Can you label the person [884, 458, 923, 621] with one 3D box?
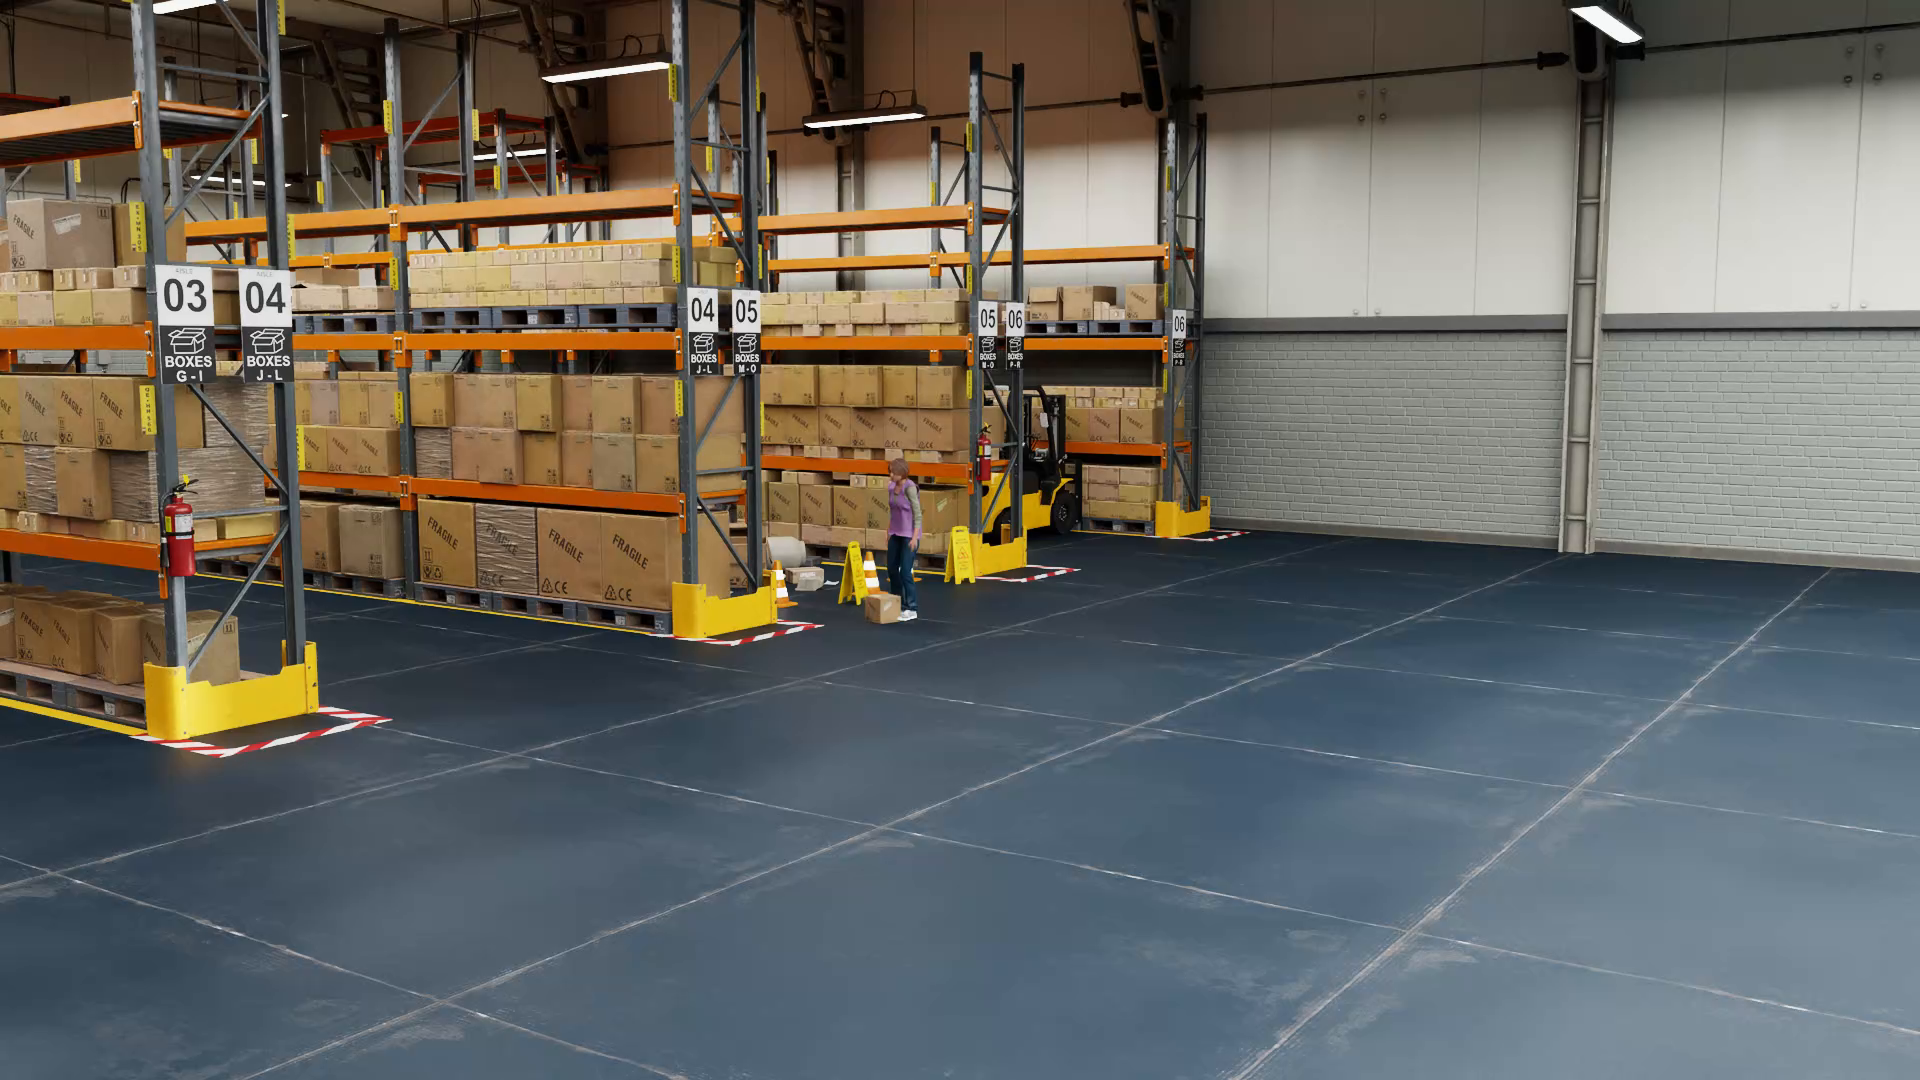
[{"bbox_3d":[-0.564,-0.015,16.330,0.347,1.592,0.482,-6,9,-42],"label":"person"}]
